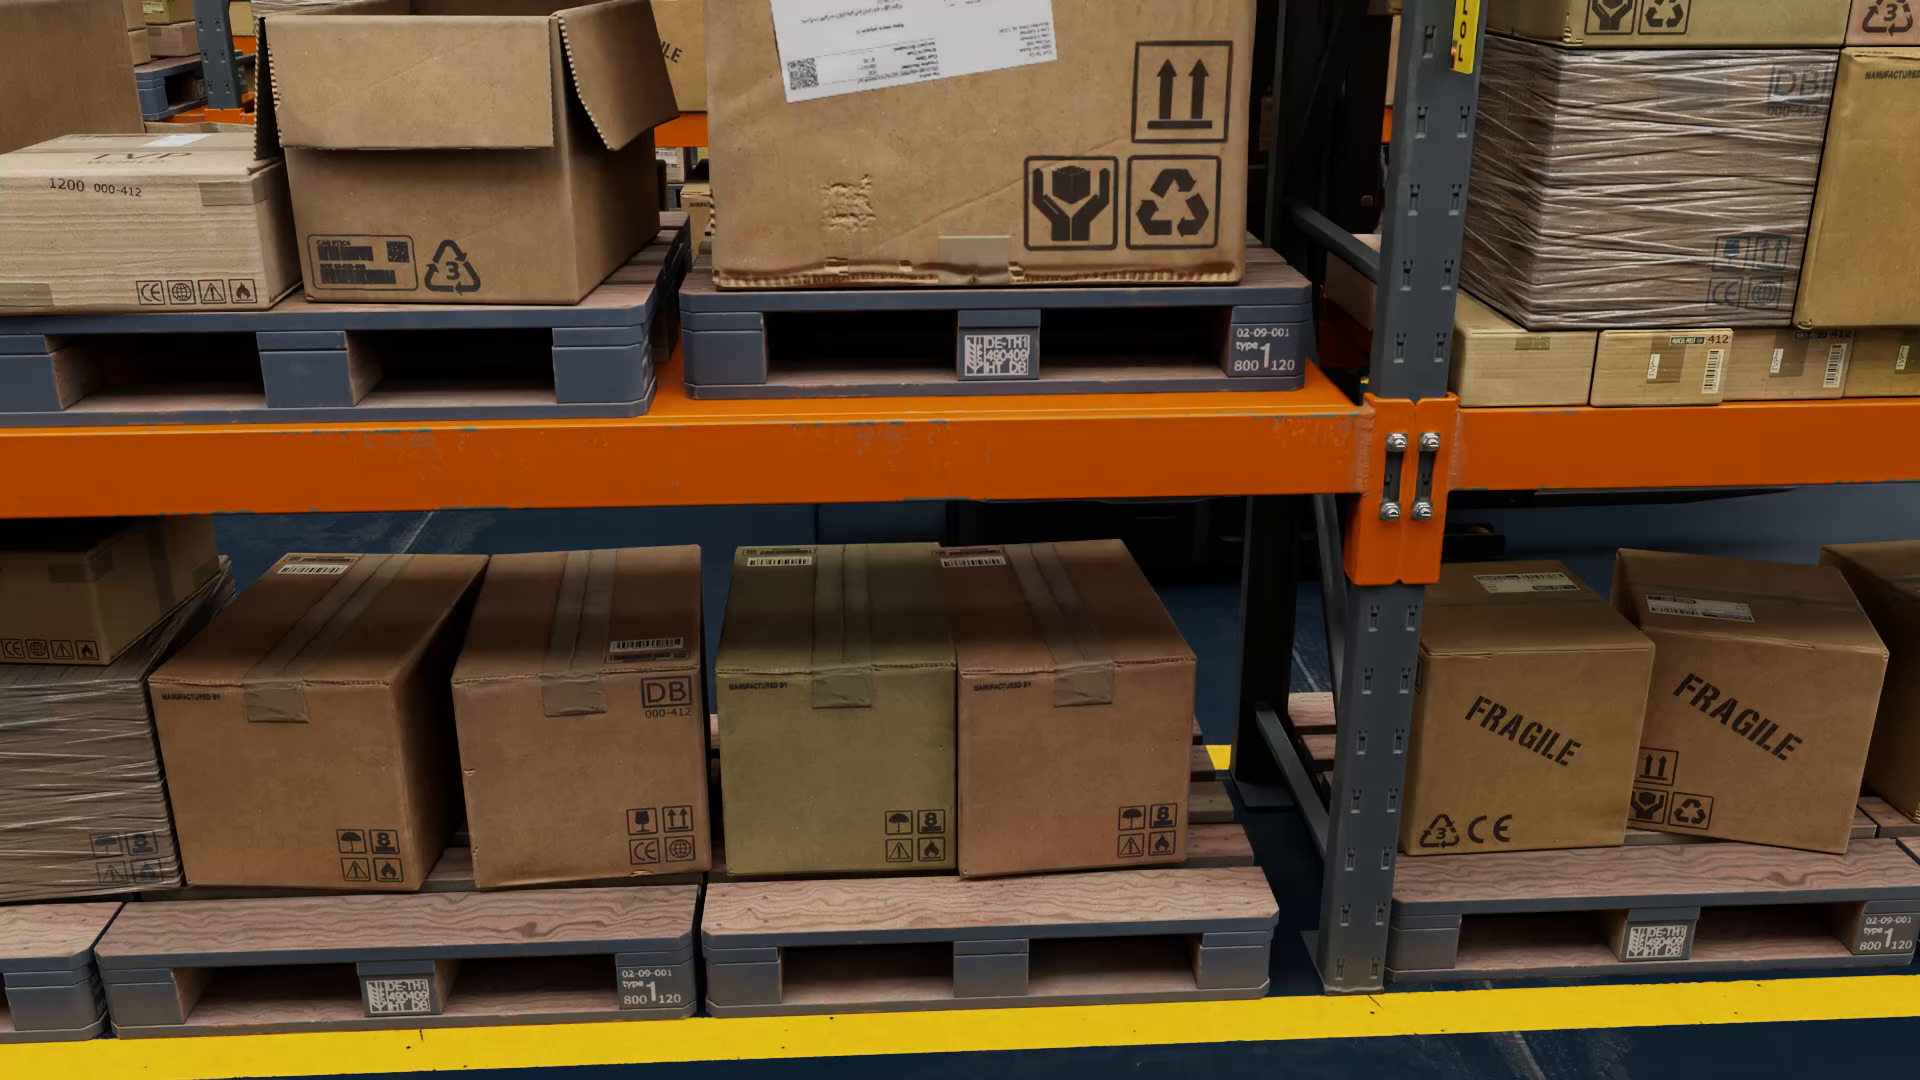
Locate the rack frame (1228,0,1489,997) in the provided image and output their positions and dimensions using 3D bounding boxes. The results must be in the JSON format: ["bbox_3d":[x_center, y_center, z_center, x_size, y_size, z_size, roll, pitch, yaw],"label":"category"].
[{"bbox_3d":[0.816,-0.604,3.492,0.127,3.000,1.000,-1,21,-3],"label":"rack frame"}]

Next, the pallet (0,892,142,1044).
[{"bbox_3d":[-2.398,0.765,3.815,1.213,0.211,1.003,-1,21,-3],"label":"pallet"}]

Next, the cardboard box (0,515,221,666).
[{"bbox_3d":[-1.982,0.051,3.613,0.500,0.250,0.500,1,21,3],"label":"cardboard box"}]

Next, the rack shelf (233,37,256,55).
[{"bbox_3d":[-5.740,-3.666,12.547,4.000,0.370,1.077,-1,21,-3],"label":"rack shelf"}]

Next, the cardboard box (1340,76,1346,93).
[{"bbox_3d":[1.549,-2.469,8.180,0.550,0.550,0.875,-1,21,-3],"label":"cardboard box"}]

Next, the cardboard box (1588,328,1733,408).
[{"bbox_3d":[1.298,-0.385,3.269,0.250,0.149,0.380,-1,21,-3],"label":"cardboard box"}]

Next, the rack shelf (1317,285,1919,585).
[{"bbox_3d":[2.812,-0.309,3.727,4.000,0.370,1.077,-1,21,-3],"label":"rack shelf"}]

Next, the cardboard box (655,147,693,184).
[{"bbox_3d":[-2.443,-3.037,12.986,0.625,0.372,0.950,-2,21,-4],"label":"cardboard box"}]

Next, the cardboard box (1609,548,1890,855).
[{"bbox_3d":[1.789,0.359,3.884,0.500,0.500,0.500,5,22,14],"label":"cardboard box"}]

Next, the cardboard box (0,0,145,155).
[{"bbox_3d":[-2.089,-0.838,3.376,0.500,0.500,0.700,2,21,5],"label":"cardboard box"}]

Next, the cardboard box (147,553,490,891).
[{"bbox_3d":[-1.391,0.389,3.778,0.500,0.500,0.700,1,21,1],"label":"cardboard box"}]

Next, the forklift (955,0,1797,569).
[{"bbox_3d":[1.486,-1.428,5.753,3.031,2.935,1.130,-2,21,-4],"label":"forklift"}]

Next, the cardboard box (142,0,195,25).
[{"bbox_3d":[-3.854,-2.566,7.991,0.250,0.149,0.380,0,21,-1],"label":"cardboard box"}]

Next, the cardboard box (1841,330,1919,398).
[{"bbox_3d":[1.795,-0.408,3.330,0.250,0.149,0.380,-1,21,-3],"label":"cardboard box"}]

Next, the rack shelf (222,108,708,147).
[{"bbox_3d":[-1.363,-1.991,8.147,4.000,0.370,1.077,-1,21,-3],"label":"rack shelf"}]

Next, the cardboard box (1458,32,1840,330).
[{"bbox_3d":[1.268,-0.777,3.388,0.500,0.500,0.875,-1,21,-3],"label":"cardboard box"}]

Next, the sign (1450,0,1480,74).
[{"bbox_3d":[0.851,-0.948,2.769,0.005,0.325,0.100,-1,21,-3],"label":"sign"}]

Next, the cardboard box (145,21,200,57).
[{"bbox_3d":[-3.818,-2.428,8.047,0.250,0.149,0.380,-1,21,-4],"label":"cardboard box"}]

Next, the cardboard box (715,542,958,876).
[{"bbox_3d":[-0.276,0.366,3.838,0.500,0.500,0.700,-1,21,-3],"label":"cardboard box"}]

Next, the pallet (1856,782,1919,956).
[{"bbox_3d":[2.705,0.647,4.125,1.213,0.211,1.003,-1,21,-3],"label":"pallet"}]

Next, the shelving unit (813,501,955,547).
[{"bbox_3d":[-0.279,-0.552,5.886,0.503,1.200,0.258,-2,21,-4],"label":"shelving unit"}]

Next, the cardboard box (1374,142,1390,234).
[{"bbox_3d":[2.165,-1.579,8.449,0.875,0.875,0.875,-1,21,-3],"label":"cardboard box"}]

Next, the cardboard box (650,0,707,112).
[{"bbox_3d":[-1.388,-2.278,7.747,0.500,0.500,0.500,-1,21,-4],"label":"cardboard box"}]

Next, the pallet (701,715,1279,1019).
[{"bbox_3d":[0.038,0.715,3.946,1.213,0.211,1.003,-1,21,-3],"label":"pallet"}]

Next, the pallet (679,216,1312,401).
[{"bbox_3d":[0.044,-0.551,3.621,1.213,0.211,1.003,-1,21,-3],"label":"pallet"}]

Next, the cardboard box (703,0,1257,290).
[{"bbox_3d":[0.014,-1.114,3.399,1.000,1.000,1.000,-1,21,-3],"label":"cardboard box"}]

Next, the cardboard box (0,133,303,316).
[{"bbox_3d":[-1.491,-0.601,3.106,0.500,0.250,0.500,-2,21,-5],"label":"cardboard box"}]

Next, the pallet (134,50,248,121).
[{"bbox_3d":[-4.065,-2.145,7.809,1.003,0.211,1.213,-1,21,-3],"label":"pallet"}]

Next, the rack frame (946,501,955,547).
[{"bbox_3d":[-0.035,-0.559,5.903,0.015,1.200,0.240,-2,21,-4],"label":"rack frame"}]

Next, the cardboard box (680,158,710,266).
[{"bbox_3d":[-0.944,-1.450,8.286,0.750,0.750,1.050,-1,21,-3],"label":"cardboard box"}]

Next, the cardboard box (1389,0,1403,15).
[{"bbox_3d":[1.249,-1.364,3.524,0.500,0.500,0.500,-1,21,-3],"label":"cardboard box"}]

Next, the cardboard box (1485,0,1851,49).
[{"bbox_3d":[1.279,-1.176,3.030,0.500,0.500,0.500,-1,21,-3],"label":"cardboard box"}]
